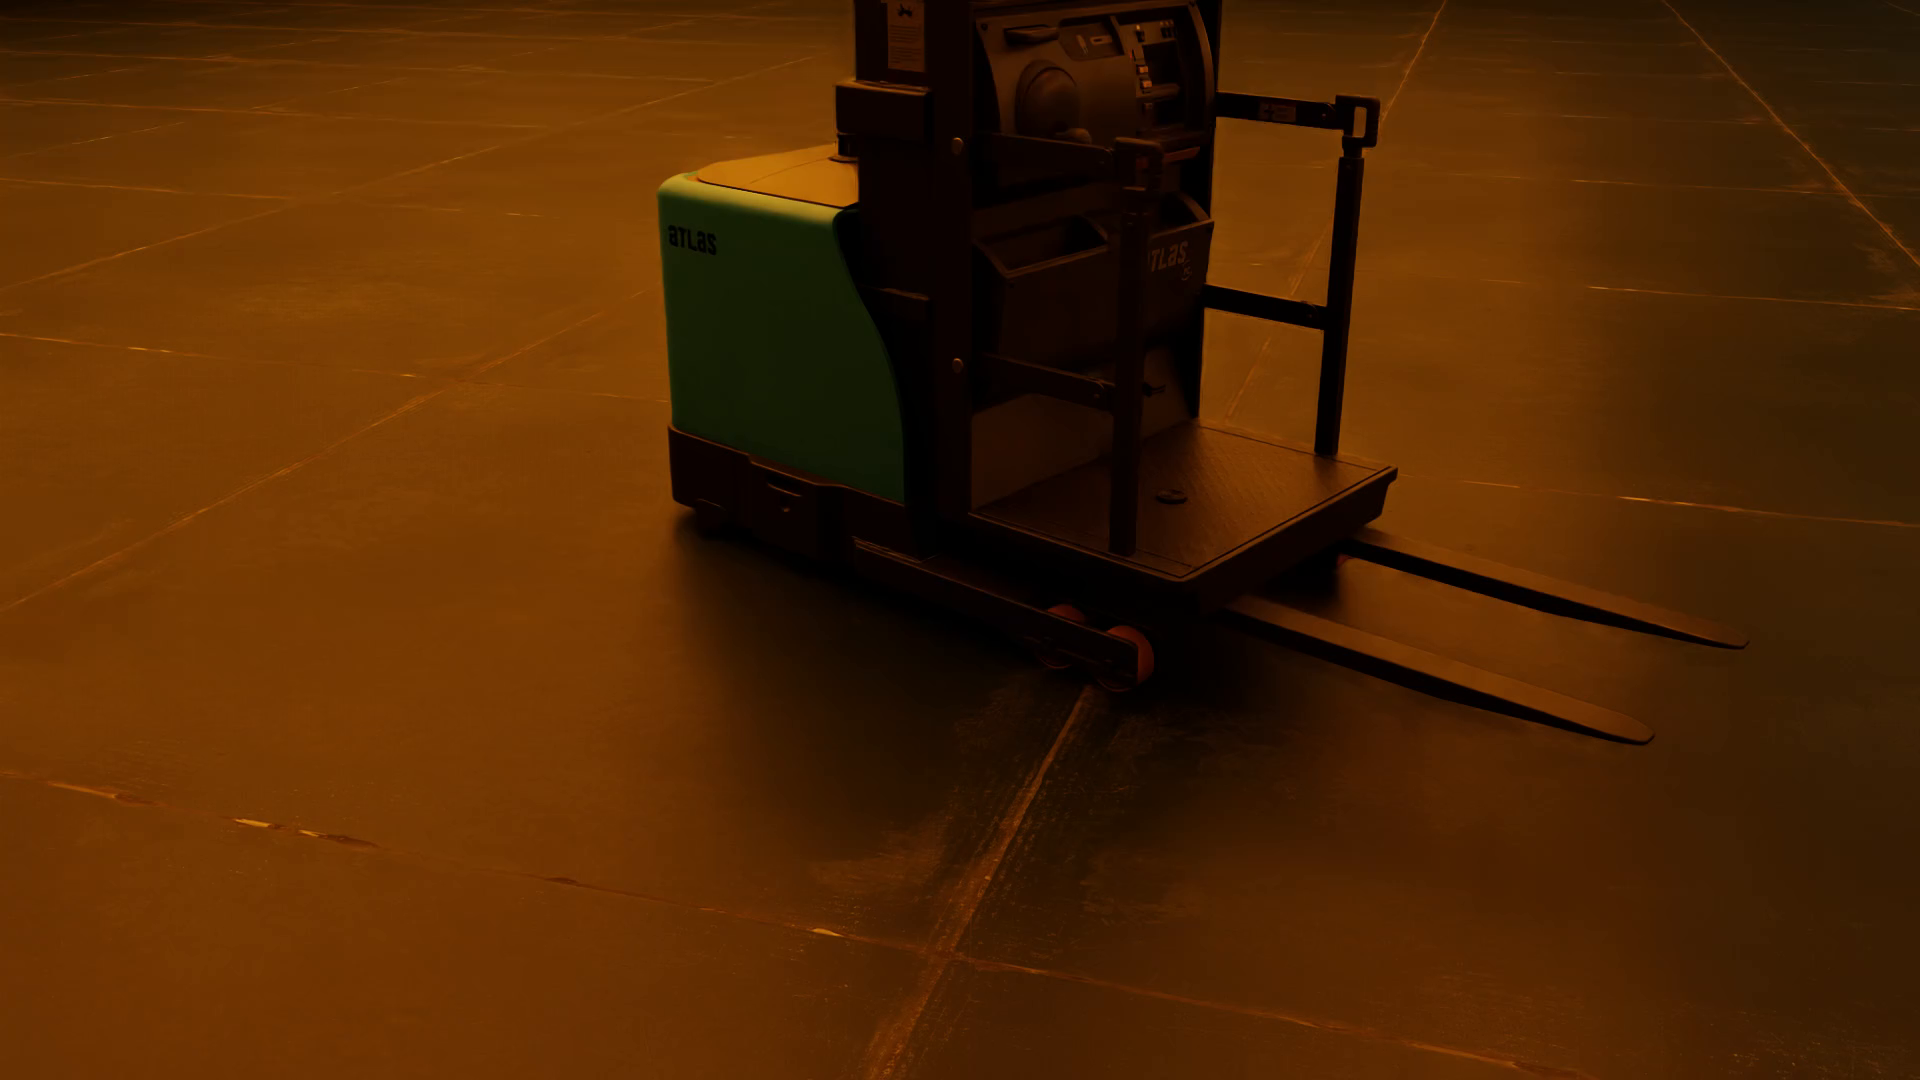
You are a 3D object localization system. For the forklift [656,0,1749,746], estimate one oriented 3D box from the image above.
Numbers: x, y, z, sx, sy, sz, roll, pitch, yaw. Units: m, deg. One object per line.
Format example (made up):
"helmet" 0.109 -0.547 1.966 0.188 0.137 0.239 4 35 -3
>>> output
"forklift" 0.526 -1.197 4.180 3.031 2.935 1.130 19 29 38
